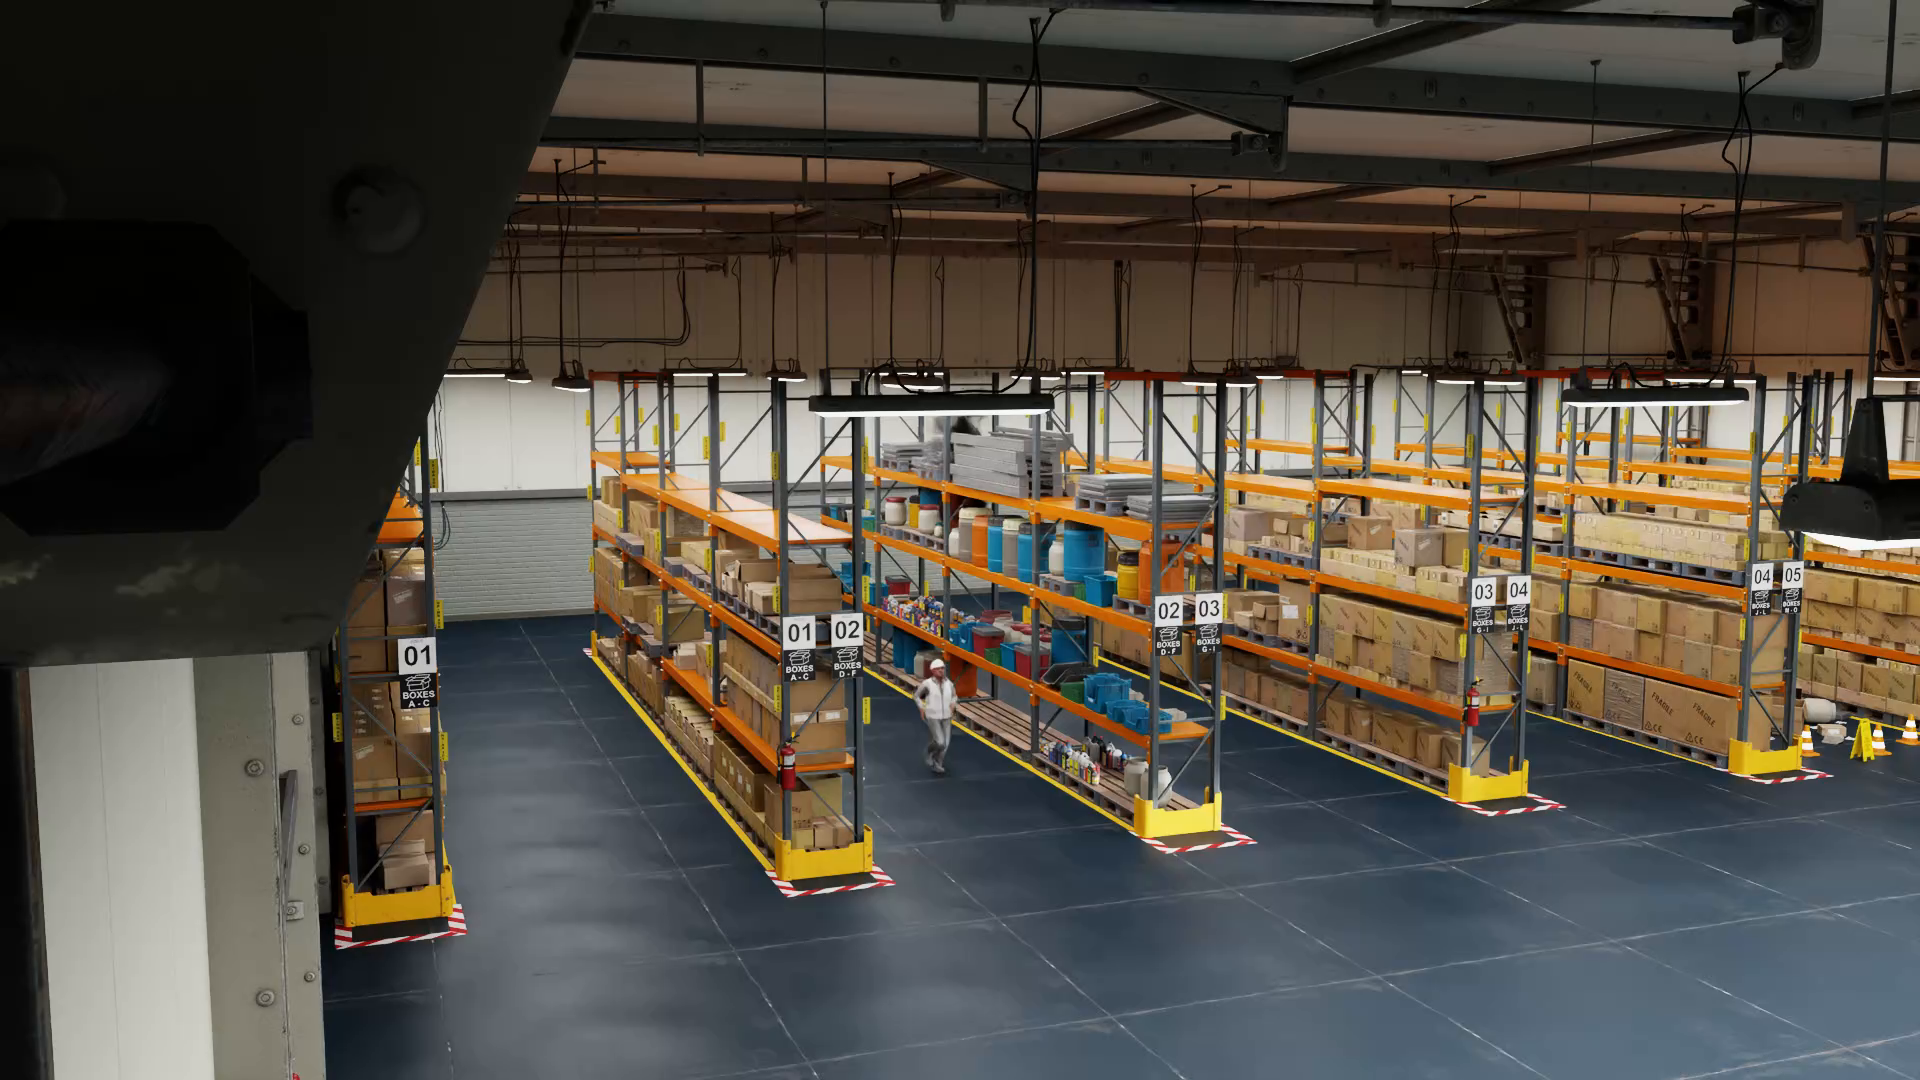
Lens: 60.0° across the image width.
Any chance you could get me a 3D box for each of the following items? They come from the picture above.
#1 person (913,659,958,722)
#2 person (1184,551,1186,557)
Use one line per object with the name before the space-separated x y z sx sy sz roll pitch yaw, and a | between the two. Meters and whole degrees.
person | -0.306 2.269 25.075 0.657 0.919 0.576 -3 7 -26
person | 5.138 1.058 39.323 0.684 1.658 0.493 2 7 16
